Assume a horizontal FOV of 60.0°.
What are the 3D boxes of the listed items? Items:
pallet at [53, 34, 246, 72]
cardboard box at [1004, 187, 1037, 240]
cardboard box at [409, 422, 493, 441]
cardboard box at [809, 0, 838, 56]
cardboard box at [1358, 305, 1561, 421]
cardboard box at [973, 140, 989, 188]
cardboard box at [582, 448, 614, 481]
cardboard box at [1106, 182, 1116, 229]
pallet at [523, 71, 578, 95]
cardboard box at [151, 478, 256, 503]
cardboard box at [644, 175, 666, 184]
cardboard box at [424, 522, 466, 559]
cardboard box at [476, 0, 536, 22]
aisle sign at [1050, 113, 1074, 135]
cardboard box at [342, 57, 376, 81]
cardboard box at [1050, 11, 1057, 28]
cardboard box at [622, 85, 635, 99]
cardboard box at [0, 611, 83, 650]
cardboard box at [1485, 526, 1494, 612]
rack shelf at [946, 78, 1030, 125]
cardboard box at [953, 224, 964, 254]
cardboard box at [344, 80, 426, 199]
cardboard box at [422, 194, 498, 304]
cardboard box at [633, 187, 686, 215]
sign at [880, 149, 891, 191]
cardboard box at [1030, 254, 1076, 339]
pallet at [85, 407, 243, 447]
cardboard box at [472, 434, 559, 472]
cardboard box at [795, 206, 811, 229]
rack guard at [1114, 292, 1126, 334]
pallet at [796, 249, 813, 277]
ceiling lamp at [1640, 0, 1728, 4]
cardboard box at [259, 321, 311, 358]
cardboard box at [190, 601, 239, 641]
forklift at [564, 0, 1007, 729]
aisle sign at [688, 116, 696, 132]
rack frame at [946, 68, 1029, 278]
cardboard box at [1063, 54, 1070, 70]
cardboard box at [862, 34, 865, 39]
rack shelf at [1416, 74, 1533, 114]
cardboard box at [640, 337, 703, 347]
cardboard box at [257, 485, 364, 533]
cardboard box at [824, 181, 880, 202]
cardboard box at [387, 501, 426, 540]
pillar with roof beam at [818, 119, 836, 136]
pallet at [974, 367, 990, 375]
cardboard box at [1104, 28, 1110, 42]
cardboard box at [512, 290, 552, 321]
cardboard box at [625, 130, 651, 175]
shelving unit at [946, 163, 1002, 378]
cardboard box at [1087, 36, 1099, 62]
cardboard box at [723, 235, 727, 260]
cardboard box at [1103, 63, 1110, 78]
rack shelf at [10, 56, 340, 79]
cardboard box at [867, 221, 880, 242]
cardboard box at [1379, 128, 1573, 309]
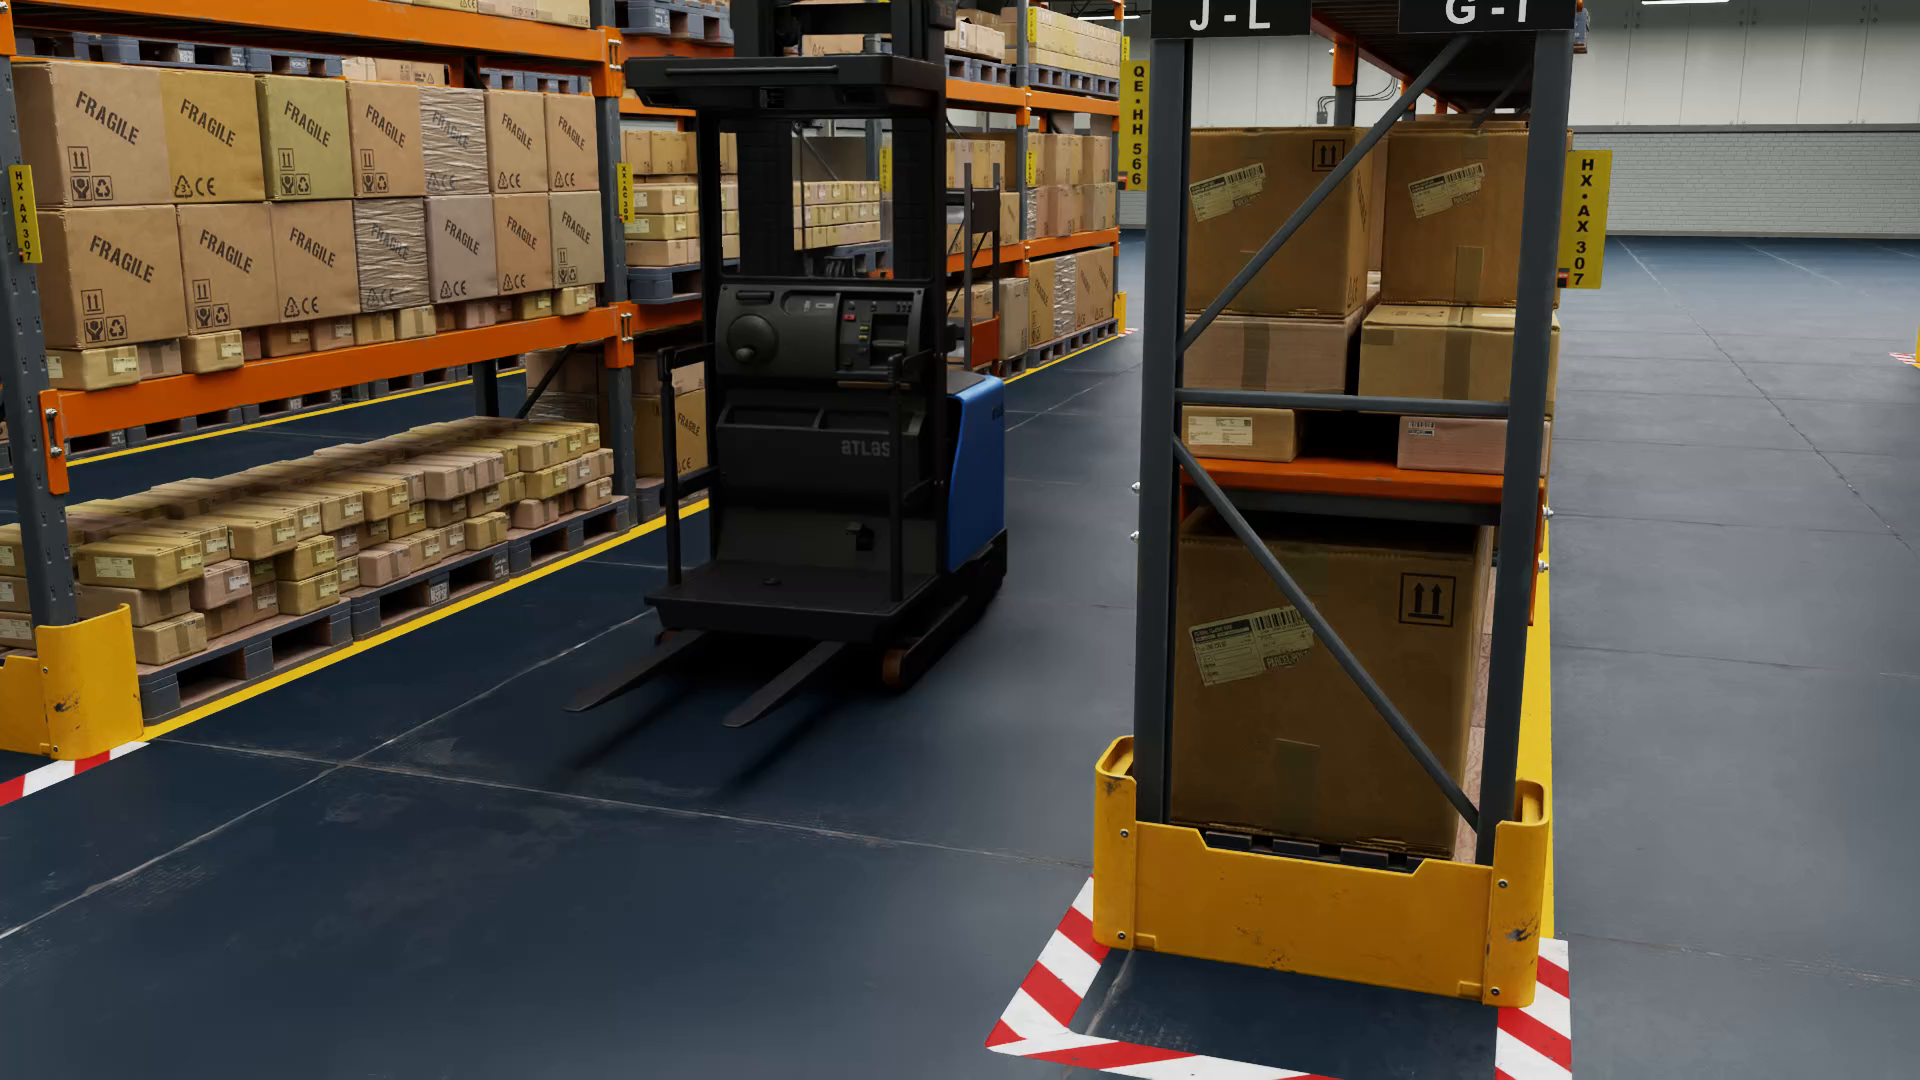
[{"bbox_3d":[-6.337,-3.738,12.809,1.003,0.211,1.213,5,14,21],"label":"pallet"},{"bbox_3d":[0.299,-3.402,17.315,0.875,0.550,0.550,4,14,18],"label":"cardboard box"},{"bbox_3d":[-2.850,-0.559,9.324,0.380,0.149,0.250,5,14,21],"label":"cardboard box"},{"bbox_3d":[-1.197,-3.674,11.880,0.500,0.500,0.500,4,14,18],"label":"cardboard box"},{"bbox_3d":[1.379,-0.499,4.601,0.500,0.250,0.500,4,13,17],"label":"cardboard box"},{"bbox_3d":[-0.129,-3.573,15.930,0.700,0.500,0.500,4,13,17],"label":"cardboard box"},{"bbox_3d":[-2.199,-0.436,9.454,0.380,0.149,0.250,5,14,20],"label":"cardboard box"},{"bbox_3d":[1.408,-4.084,20.304,0.875,0.550,0.550,4,14,18],"label":"cardboard box"},{"bbox_3d":[-4.826,-4.834,17.607,1.213,0.211,1.003,4,14,18],"label":"pallet"},{"bbox_3d":[-3.483,-0.181,7.667,0.380,0.149,0.250,5,14,20],"label":"cardboard box"},{"bbox_3d":[-3.805,-4.064,19.659,0.500,0.500,0.500,4,14,18],"label":"cardboard box"},{"bbox_3d":[-2.685,-0.006,8.234,0.380,0.149,0.250,5,14,19],"label":"cardboard box"},{"bbox_3d":[-2.474,-2.728,8.295,0.500,0.250,0.500,4,14,18],"label":"cardboard box"},{"bbox_3d":[1.224,-5.396,20.548,0.394,0.787,0.004,4,14,18],"label":"aisle sign"},{"bbox_3d":[-5.475,-4.248,14.919,0.396,0.266,0.258,4,14,18],"label":"cardboard box"},{"bbox_3d":[0.794,-5.392,17.233,0.380,0.149,0.250,4,14,18],"label":"cardboard box"},{"bbox_3d":[-3.961,-5.134,19.066,0.380,0.149,0.250,5,14,20],"label":"cardboard box"},{"bbox_3d":[-3.719,0.336,6.739,0.380,0.149,0.250,5,14,19],"label":"cardboard box"},{"bbox_3d":[1.973,-0.223,7.556,0.875,0.875,0.875,4,14,18],"label":"cardboard box"},{"bbox_3d":[-0.456,-3.941,14.888,1.077,0.370,4.000,4,14,18],"label":"rack shelf"},{"bbox_3d":[-0.214,-2.850,15.009,0.500,0.500,0.500,4,14,18],"label":"cardboard box"},{"bbox_3d":[-2.787,-1.802,7.504,0.500,0.500,0.500,4,13,17],"label":"cardboard box"},{"bbox_3d":[-2.618,-1.424,8.091,0.500,0.500,0.500,4,14,18],"label":"cardboard box"},{"bbox_3d":[-1.835,-1.988,9.741,0.380,0.149,0.250,5,14,21],"label":"cardboard box"},{"bbox_3d":[-0.587,-2.897,13.015,0.100,0.325,0.005,4,14,18],"label":"sign"},{"bbox_3d":[0.748,-2.737,18.568,0.875,0.875,0.875,4,14,19],"label":"cardboard box"},{"bbox_3d":[-6.543,-0.967,13.251,1.003,0.211,1.213,4,14,18],"label":"pallet"},{"bbox_3d":[-2.386,-0.467,8.921,0.380,0.149,0.250,4,14,18],"label":"cardboard box"},{"bbox_3d":[-1.248,-2.227,11.455,0.380,0.149,0.250,5,14,20],"label":"cardboard box"},{"bbox_3d":[1.493,-2.879,20.977,1.175,0.500,0.348,4,14,18],"label":"rack guard"},{"bbox_3d":[-1.705,-1.895,11.480,1.003,0.211,1.213,4,14,18],"label":"pallet"},{"bbox_3d":[17.616,-14.594,40.086,2.000,3.185,0.800,4,14,18],"label":"ceiling lamp"},{"bbox_3d":[-3.031,-0.875,7.145,0.380,0.149,0.250,4,14,18],"label":"cardboard box"},{"bbox_3d":[-3.212,0.313,6.837,0.380,0.149,0.250,4,14,18],"label":"cardboard box"},{"bbox_3d":[-0.660,-0.885,6.922,1.129,2.867,3.031,4,13,16],"label":"forklift"},{"bbox_3d":[-3.505,-5.730,22.011,0.394,0.787,0.004,4,14,18],"label":"aisle sign"},{"bbox_3d":[0.191,-3.250,16.987,1.000,3.000,0.127,4,14,18],"label":"rack frame"},{"bbox_3d":[0.958,-5.110,17.791,0.380,0.149,0.250,4,13,17],"label":"cardboard box"},{"bbox_3d":[-0.844,-4.060,13.191,0.380,0.149,0.250,4,13,16],"label":"cardboard box"},{"bbox_3d":[4.204,-3.562,13.231,1.077,0.370,4.000,4,14,18],"label":"rack shelf"},{"bbox_3d":[-1.739,-1.166,10.846,0.500,0.250,0.500,5,14,20],"label":"cardboard box"},{"bbox_3d":[-2.922,-0.141,7.490,0.380,0.149,0.250,5,14,21],"label":"cardboard box"},{"bbox_3d":[-0.828,-2.644,12.615,0.380,0.149,0.250,4,13,16],"label":"cardboard box"},{"bbox_3d":[-2.815,-0.112,8.032,0.380,0.149,0.250,5,14,21],"label":"cardboard box"},{"bbox_3d":[0.890,-11.107,37.929,9.100,9.000,0.400,4,14,18],"label":"pillar with roof beam"},{"bbox_3d":[-0.381,-1.465,15.433,1.003,0.211,1.213,4,14,18],"label":"pallet"},{"bbox_3d":[1.532,-5.873,19.341,0.380,0.149,0.250,5,14,19],"label":"cardboard box"},{"bbox_3d":[-2.392,-1.252,8.798,0.380,0.149,0.250,5,14,21],"label":"cardboard box"},{"bbox_3d":[-3.992,-4.450,19.102,0.700,0.500,0.500,4,14,19],"label":"cardboard box"},{"bbox_3d":[-0.054,-0.989,9.102,0.431,2.100,0.503,4,14,18],"label":"shelving unit"},{"bbox_3d":[1.265,-5.546,18.805,0.500,0.250,0.500,4,14,18],"label":"cardboard box"},{"bbox_3d":[-1.666,-1.809,10.294,0.380,0.149,0.250,4,14,19],"label":"cardboard box"},{"bbox_3d":[1.533,-5.484,19.431,0.380,0.149,0.250,5,14,19],"label":"cardboard box"},{"bbox_3d":[-6.467,-3.434,12.667,1.077,0.370,4.000,4,14,18],"label":"rack shelf"},{"bbox_3d":[-0.828,-2.353,12.678,0.380,0.149,0.250,5,14,19],"label":"cardboard box"},{"bbox_3d":[1.541,-0.970,4.979,0.500,0.500,0.500,4,13,17],"label":"cardboard box"}]
